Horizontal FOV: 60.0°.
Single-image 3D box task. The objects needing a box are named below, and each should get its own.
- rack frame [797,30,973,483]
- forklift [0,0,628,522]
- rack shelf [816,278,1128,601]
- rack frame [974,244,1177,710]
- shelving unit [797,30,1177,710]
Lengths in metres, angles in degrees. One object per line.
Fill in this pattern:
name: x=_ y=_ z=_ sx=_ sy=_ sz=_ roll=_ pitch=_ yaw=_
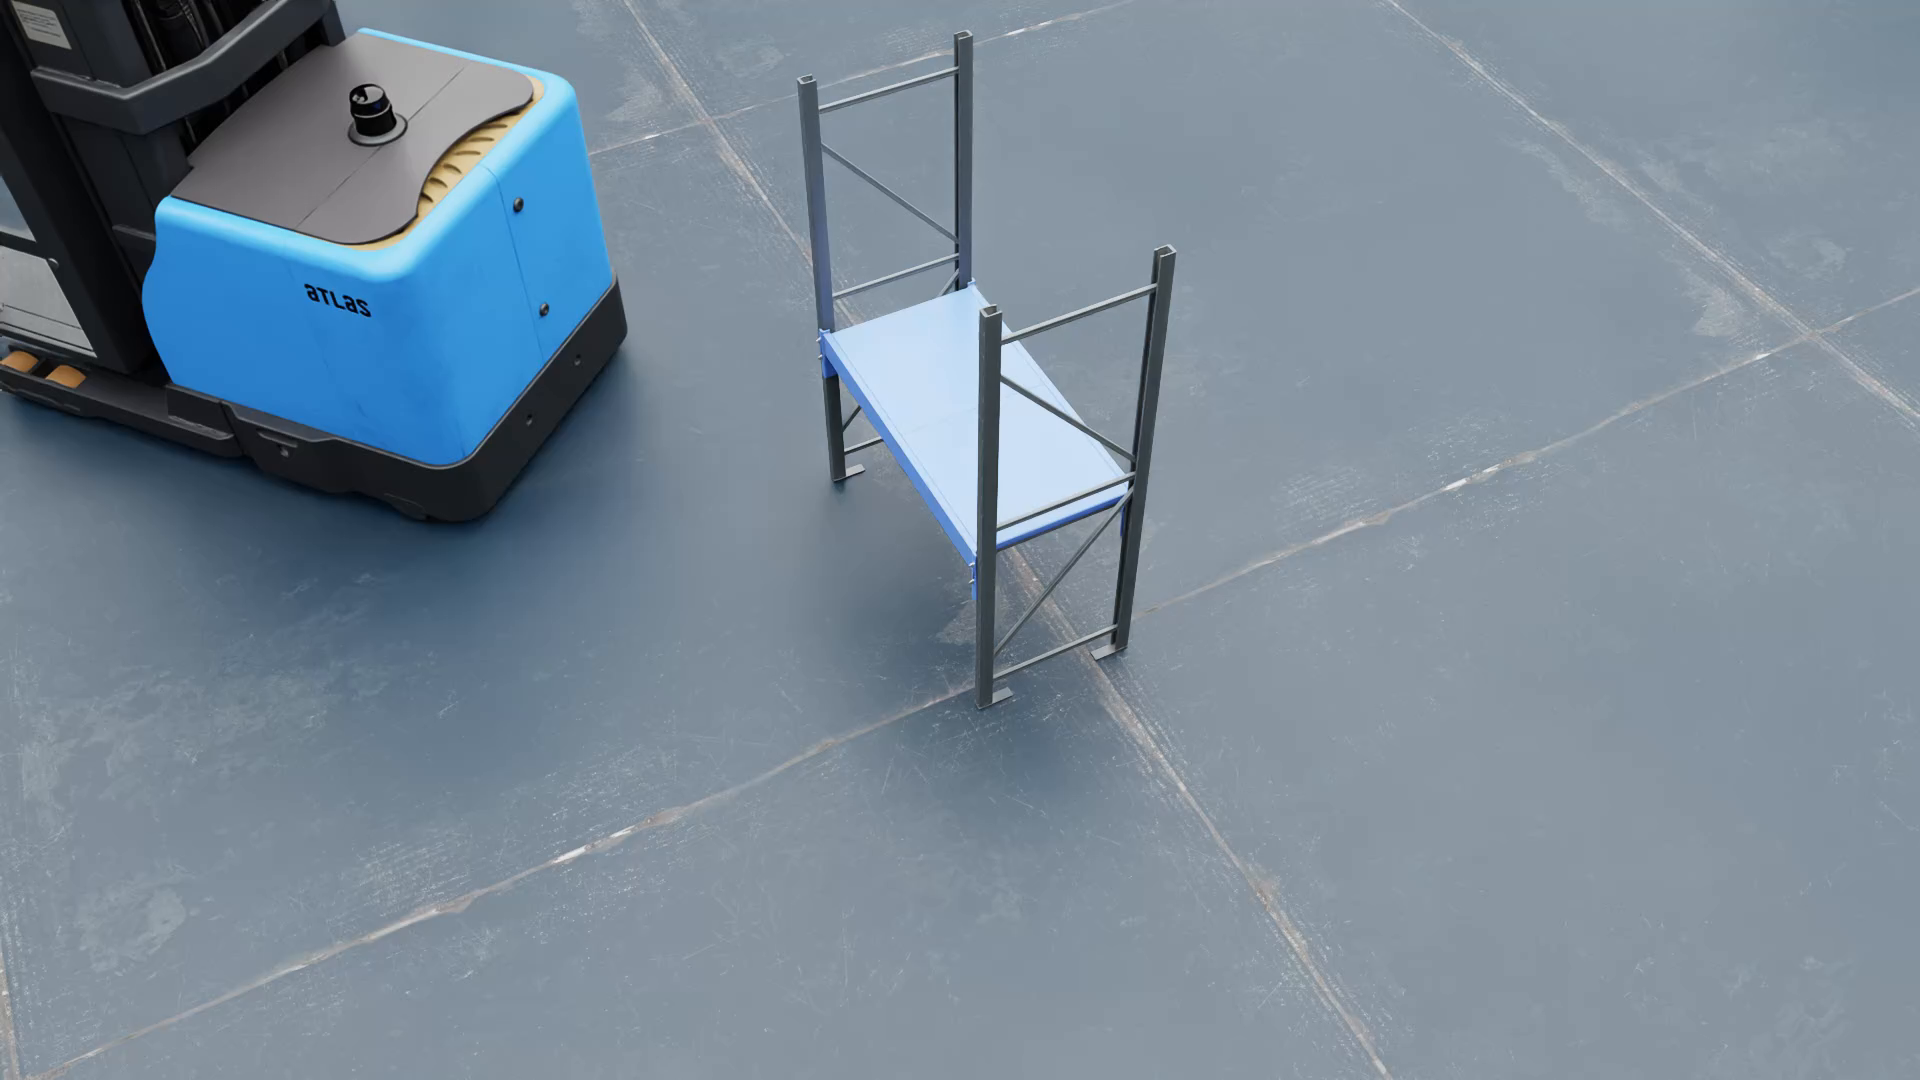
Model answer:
rack frame: x=-0.194 y=-0.777 z=4.933 sx=0.500 sy=1.500 sz=0.032 roll=-21 pitch=52 yaw=-18
forklift: x=-2.725 y=-1.741 z=4.826 sx=3.031 sy=2.935 sz=1.130 roll=17 pitch=51 yaw=14
rack shelf: x=0.039 y=-0.318 z=4.771 sx=0.538 sy=0.185 sz=1.000 roll=-21 pitch=52 yaw=-18
rack frame: x=0.272 y=-0.096 z=4.338 sx=0.500 sy=1.500 sz=0.032 roll=-21 pitch=52 yaw=-18
shelving unit: x=0.039 y=-0.437 z=4.636 sx=0.538 sy=1.500 sz=1.048 roll=-21 pitch=52 yaw=-18
